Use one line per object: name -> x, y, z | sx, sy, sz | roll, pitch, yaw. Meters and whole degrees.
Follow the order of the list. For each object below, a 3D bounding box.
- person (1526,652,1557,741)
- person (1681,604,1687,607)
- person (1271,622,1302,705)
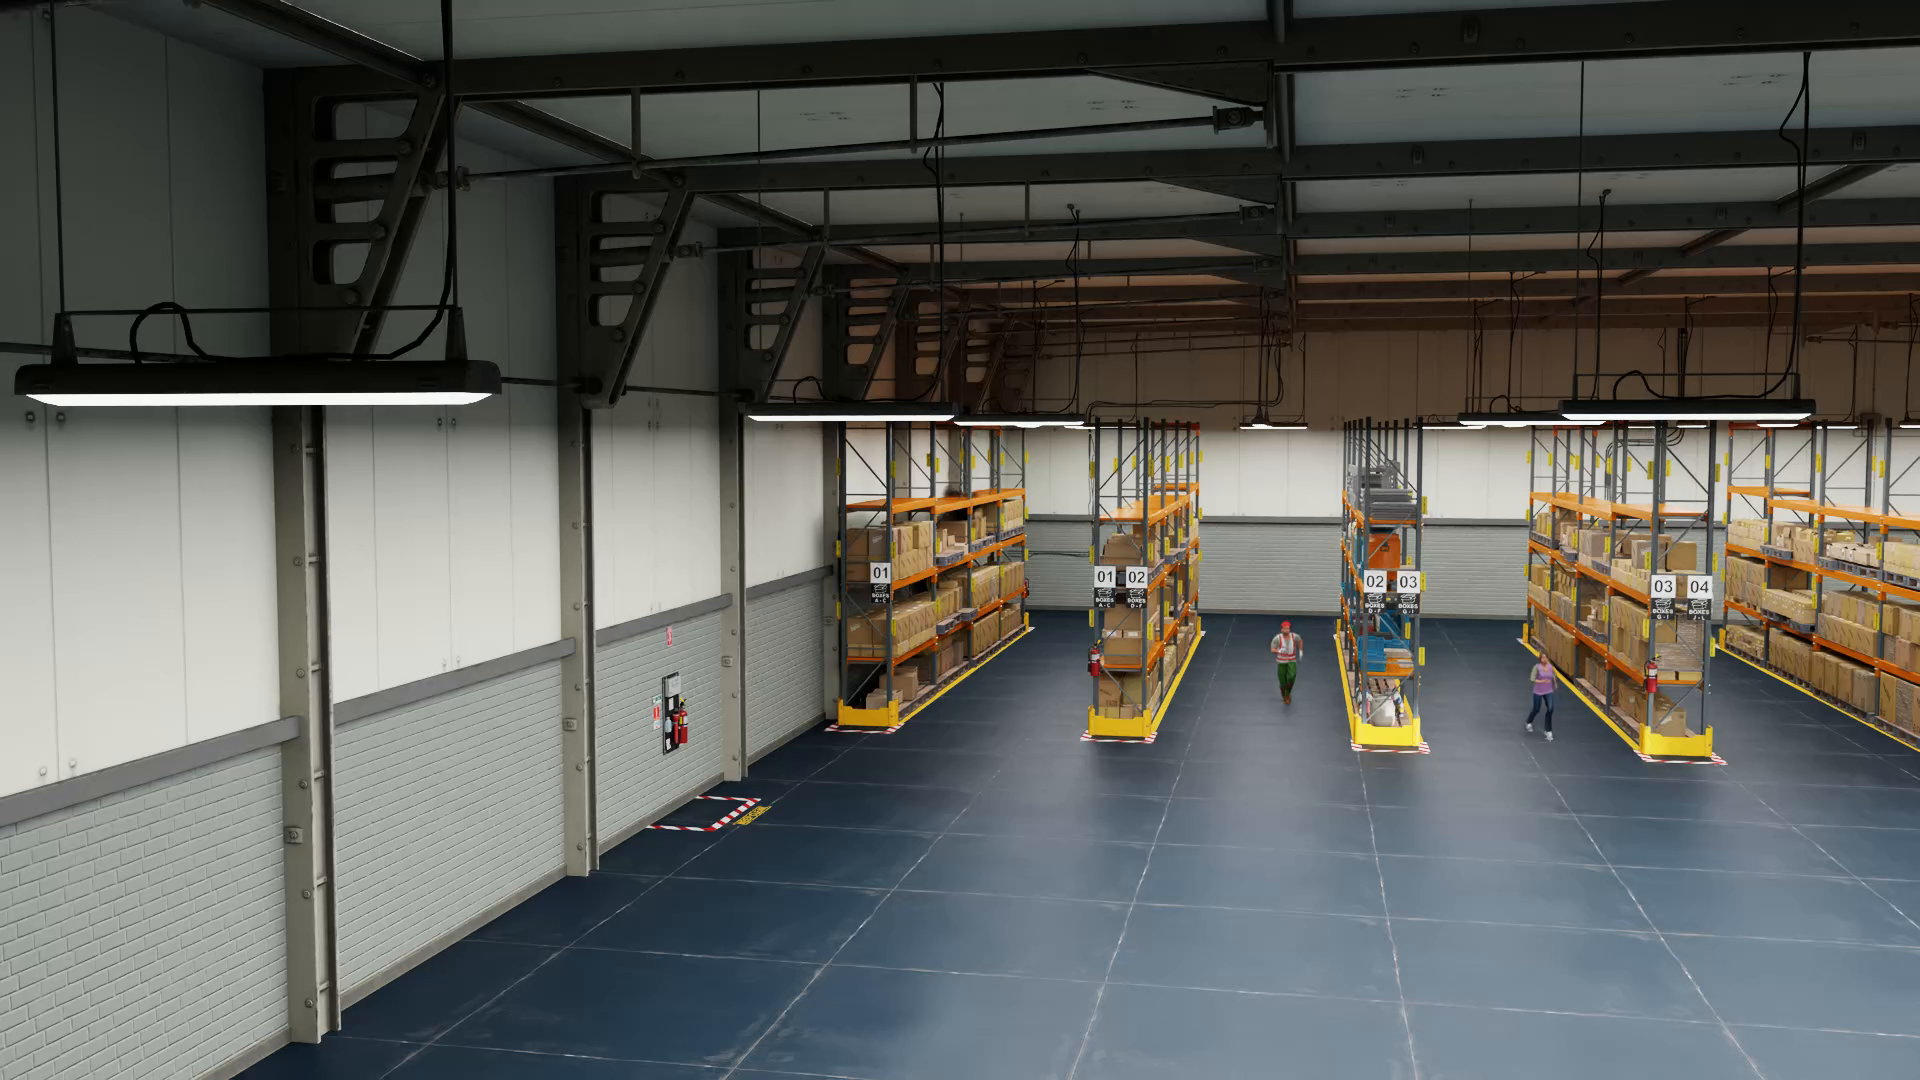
person -> 10.925, 2.899, 31.205 | 0.549, 1.629, 0.850 | 0, 4, 0
person -> 19.447, 2.032, 44.572 | 0.639, 1.603, 0.548 | 2, 4, 32
person -> 6.846, 2.566, 34.803 | 0.697, 1.746, 0.808 | 0, 4, 2
